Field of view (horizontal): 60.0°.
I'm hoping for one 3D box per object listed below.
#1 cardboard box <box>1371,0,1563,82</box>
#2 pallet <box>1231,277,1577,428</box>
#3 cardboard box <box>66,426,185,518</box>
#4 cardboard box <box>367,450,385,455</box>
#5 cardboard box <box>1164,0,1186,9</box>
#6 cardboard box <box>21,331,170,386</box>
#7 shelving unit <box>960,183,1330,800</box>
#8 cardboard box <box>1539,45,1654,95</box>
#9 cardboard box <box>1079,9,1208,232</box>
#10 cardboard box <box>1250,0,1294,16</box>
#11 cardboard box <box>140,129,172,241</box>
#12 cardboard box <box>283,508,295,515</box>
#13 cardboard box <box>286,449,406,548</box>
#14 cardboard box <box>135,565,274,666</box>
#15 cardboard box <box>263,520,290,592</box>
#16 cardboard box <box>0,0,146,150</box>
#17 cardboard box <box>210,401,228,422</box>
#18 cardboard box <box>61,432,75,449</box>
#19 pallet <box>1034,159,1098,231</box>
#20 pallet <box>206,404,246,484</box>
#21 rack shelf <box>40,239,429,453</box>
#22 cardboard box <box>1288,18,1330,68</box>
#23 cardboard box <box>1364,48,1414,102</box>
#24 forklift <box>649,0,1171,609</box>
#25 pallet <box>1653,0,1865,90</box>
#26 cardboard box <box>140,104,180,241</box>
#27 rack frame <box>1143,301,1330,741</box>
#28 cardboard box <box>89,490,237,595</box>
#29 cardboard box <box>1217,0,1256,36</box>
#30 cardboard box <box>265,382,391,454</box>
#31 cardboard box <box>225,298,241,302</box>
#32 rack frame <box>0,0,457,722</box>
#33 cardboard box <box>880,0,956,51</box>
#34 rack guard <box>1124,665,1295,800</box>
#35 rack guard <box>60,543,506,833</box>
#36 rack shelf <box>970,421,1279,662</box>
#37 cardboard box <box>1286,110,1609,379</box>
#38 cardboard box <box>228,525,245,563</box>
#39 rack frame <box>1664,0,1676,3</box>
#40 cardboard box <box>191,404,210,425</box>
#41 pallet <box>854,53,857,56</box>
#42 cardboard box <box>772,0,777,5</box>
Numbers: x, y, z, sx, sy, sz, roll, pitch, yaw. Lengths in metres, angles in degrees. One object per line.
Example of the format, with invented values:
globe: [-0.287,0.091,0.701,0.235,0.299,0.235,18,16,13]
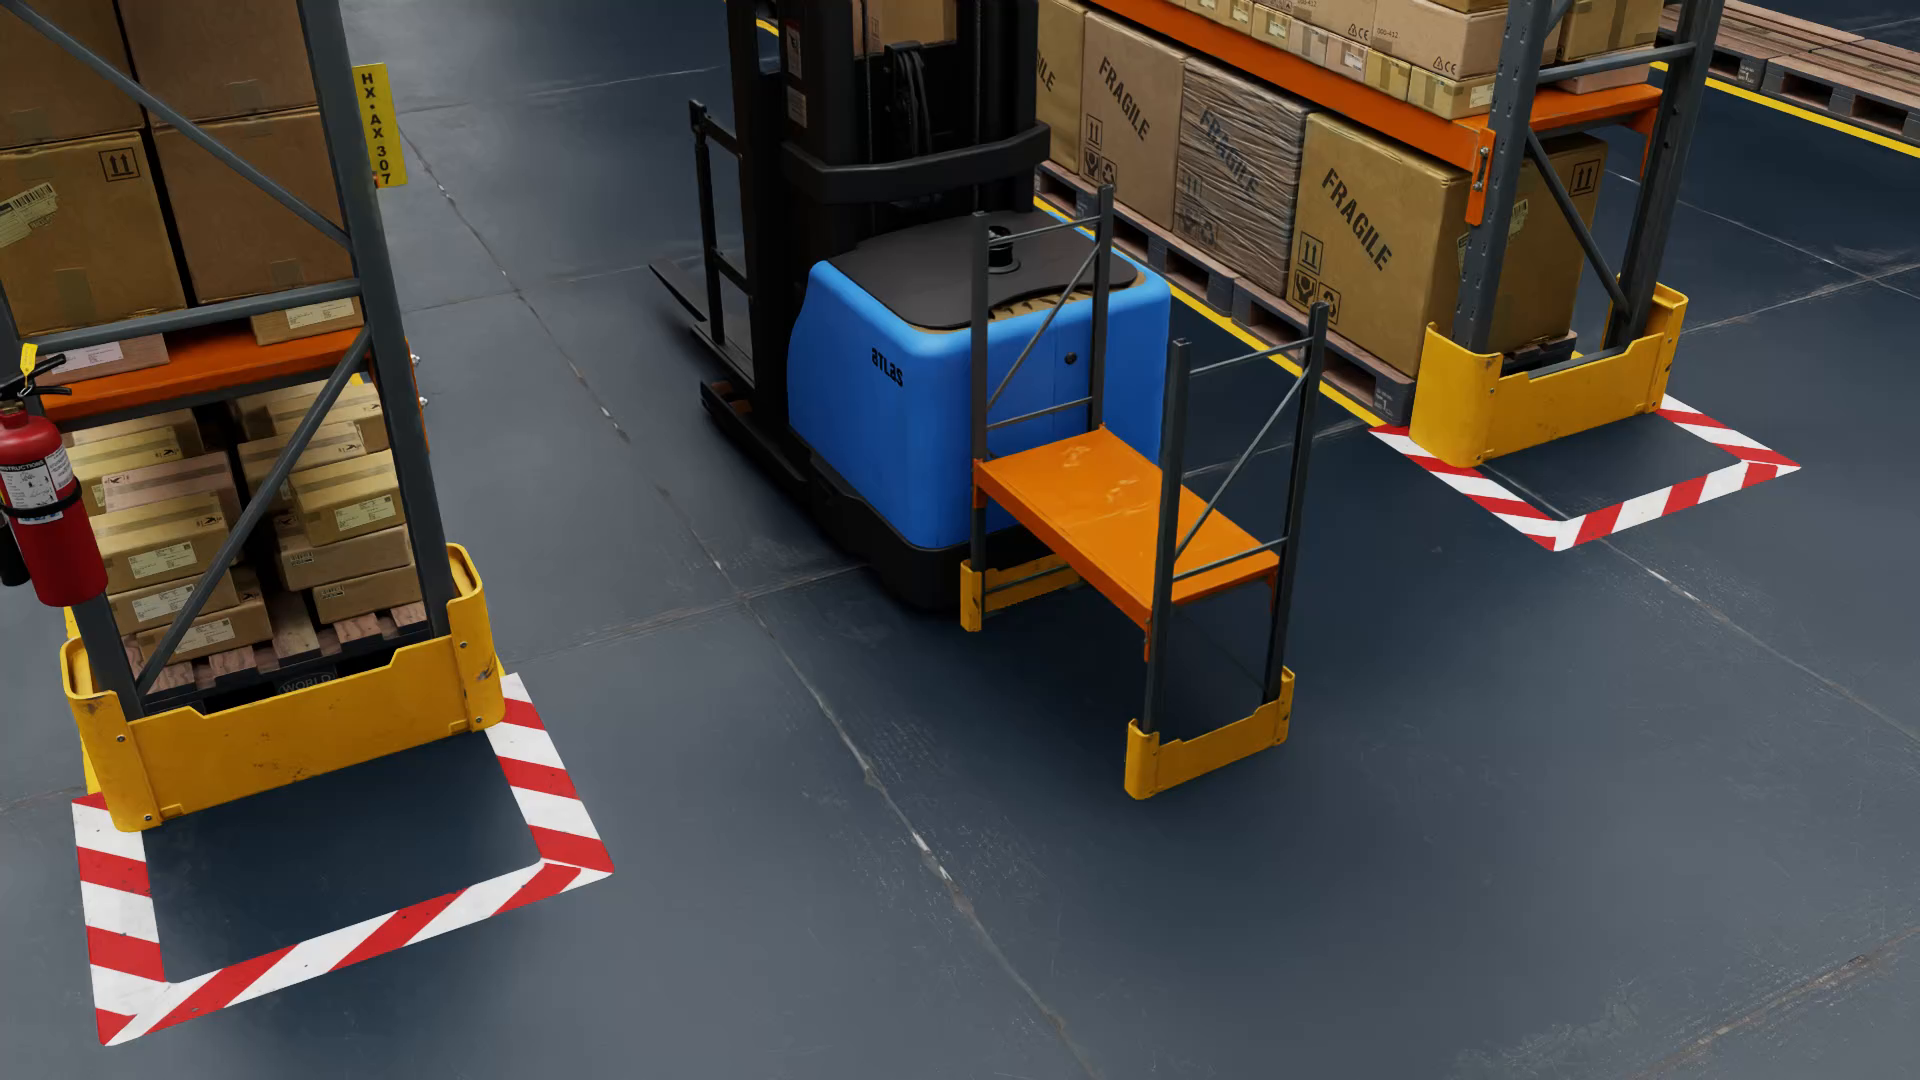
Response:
cardboard box: [1.969,-2.006,6.464,0.500,0.250,0.500,-16,36,-24]
pallet: [1.987,-0.967,7.564,1.003,0.211,1.213,-16,36,-23]
cardboard box: [-2.776,-0.222,5.518,0.380,0.149,0.250,-17,36,-24]
cardboard box: [-2.316,-0.386,6.049,0.380,0.149,0.250,-15,35,-22]
cardboard box: [1.136,-2.614,7.783,0.380,0.149,0.250,-17,36,-24]
cardboard box: [-2.408,-0.559,4.574,0.380,0.149,0.250,-16,36,-23]
shelving unit: [0.518,-0.172,5.128,0.587,1.500,1.083,-17,37,-25]
cardboard box: [2.556,-1.926,6.709,0.380,0.149,0.250,-15,36,-23]
cardboard box: [1.221,-2.206,8.493,0.875,0.875,0.875,-16,36,-23]
cardboard box: [1.495,-2.491,7.221,0.500,0.250,0.500,-17,36,-25]
cardboard box: [-2.678,-1.144,4.887,0.500,0.500,0.500,-16,36,-24]
cardboard box: [-2.100,-0.141,5.668,0.380,0.149,0.250,-16,36,-23]
cardboard box: [-1.949,-0.142,5.394,0.380,0.149,0.250,-18,37,-25]
cardboard box: [-2.435,0.245,5.341,0.380,0.149,0.250,-15,36,-22]
cardboard box: [-2.161,0.009,5.709,0.380,0.149,0.250,-16,36,-23]
cardboard box: [-2.439,-1.324,4.241,0.500,0.500,0.500,-17,36,-24]
cardboard box: [-2.687,-0.607,6.395,0.380,0.149,0.250,-14,35,-21]
cardboard box: [-3.015,-0.476,5.914,0.380,0.149,0.250,-15,35,-21]
pallet: [0.850,-2.132,9.381,1.003,0.211,1.213,-16,36,-23]
pallet: [-2.953,-0.420,6.710,1.003,0.211,1.213,-16,36,-23]
rack shelf: [-2.938,-1.232,6.059,1.077,0.370,4.000,-16,36,-23]
cardboard box: [1.617,-2.124,7.018,0.380,0.149,0.250,-15,36,-22]
cardboard box: [1.849,-1.884,6.643,0.380,0.149,0.250,-15,36,-23]
forklift: [-0.436,-1.762,6.283,1.130,2.935,3.031,-17,37,-25]
pallet: [5.323,-3.419,11.391,1.003,0.211,1.213,-16,36,-23]
cardboard box: [-2.243,-1.280,5.099,0.500,0.500,0.500,-16,36,-23]
rack frame: [0.768,0.062,4.764,0.500,1.500,0.032,-17,37,-25]
cardboard box: [-2.477,0.004,5.165,0.380,0.149,0.250,-15,36,-23]
cardboard box: [1.373,-2.371,7.404,0.380,0.149,0.250,-16,36,-23]
cardboard box: [-2.188,-0.396,5.790,0.380,0.149,0.250,-16,36,-23]
cardboard box: [-2.022,-0.822,4.986,0.380,0.149,0.250,-15,35,-21]
rack frame: [-2.006,-0.580,4.375,1.000,3.000,0.127,-16,36,-23]
cardboard box: [0.248,-3.271,10.155,1.225,0.875,0.875,-16,36,-23]
rack guard: [0.767,0.587,5.102,0.587,0.250,0.087,-17,37,-25]
rack guard: [-2.041,0.436,5.106,1.175,0.500,0.348,-16,36,-23]
rack shelf: [0.513,-0.024,5.231,0.538,0.185,1.000,-17,37,-25]
cardboard box: [2.060,-1.347,7.152,0.875,0.875,0.875,-16,36,-23]
cardboard box: [-2.578,0.000,5.447,0.380,0.149,0.250,-17,36,-24]
rack frame: [4.946,-4.934,11.171,1.000,3.000,0.127,-16,36,-23]
cardboard box: [-3.154,-0.496,6.497,0.380,0.149,0.250,-15,36,-22]
pallet: [-0.435,-3.446,11.434,1.003,0.211,1.213,-16,36,-23]
cardboard box: [-0.588,-4.117,11.477,1.225,0.875,0.875,-16,36,-23]
